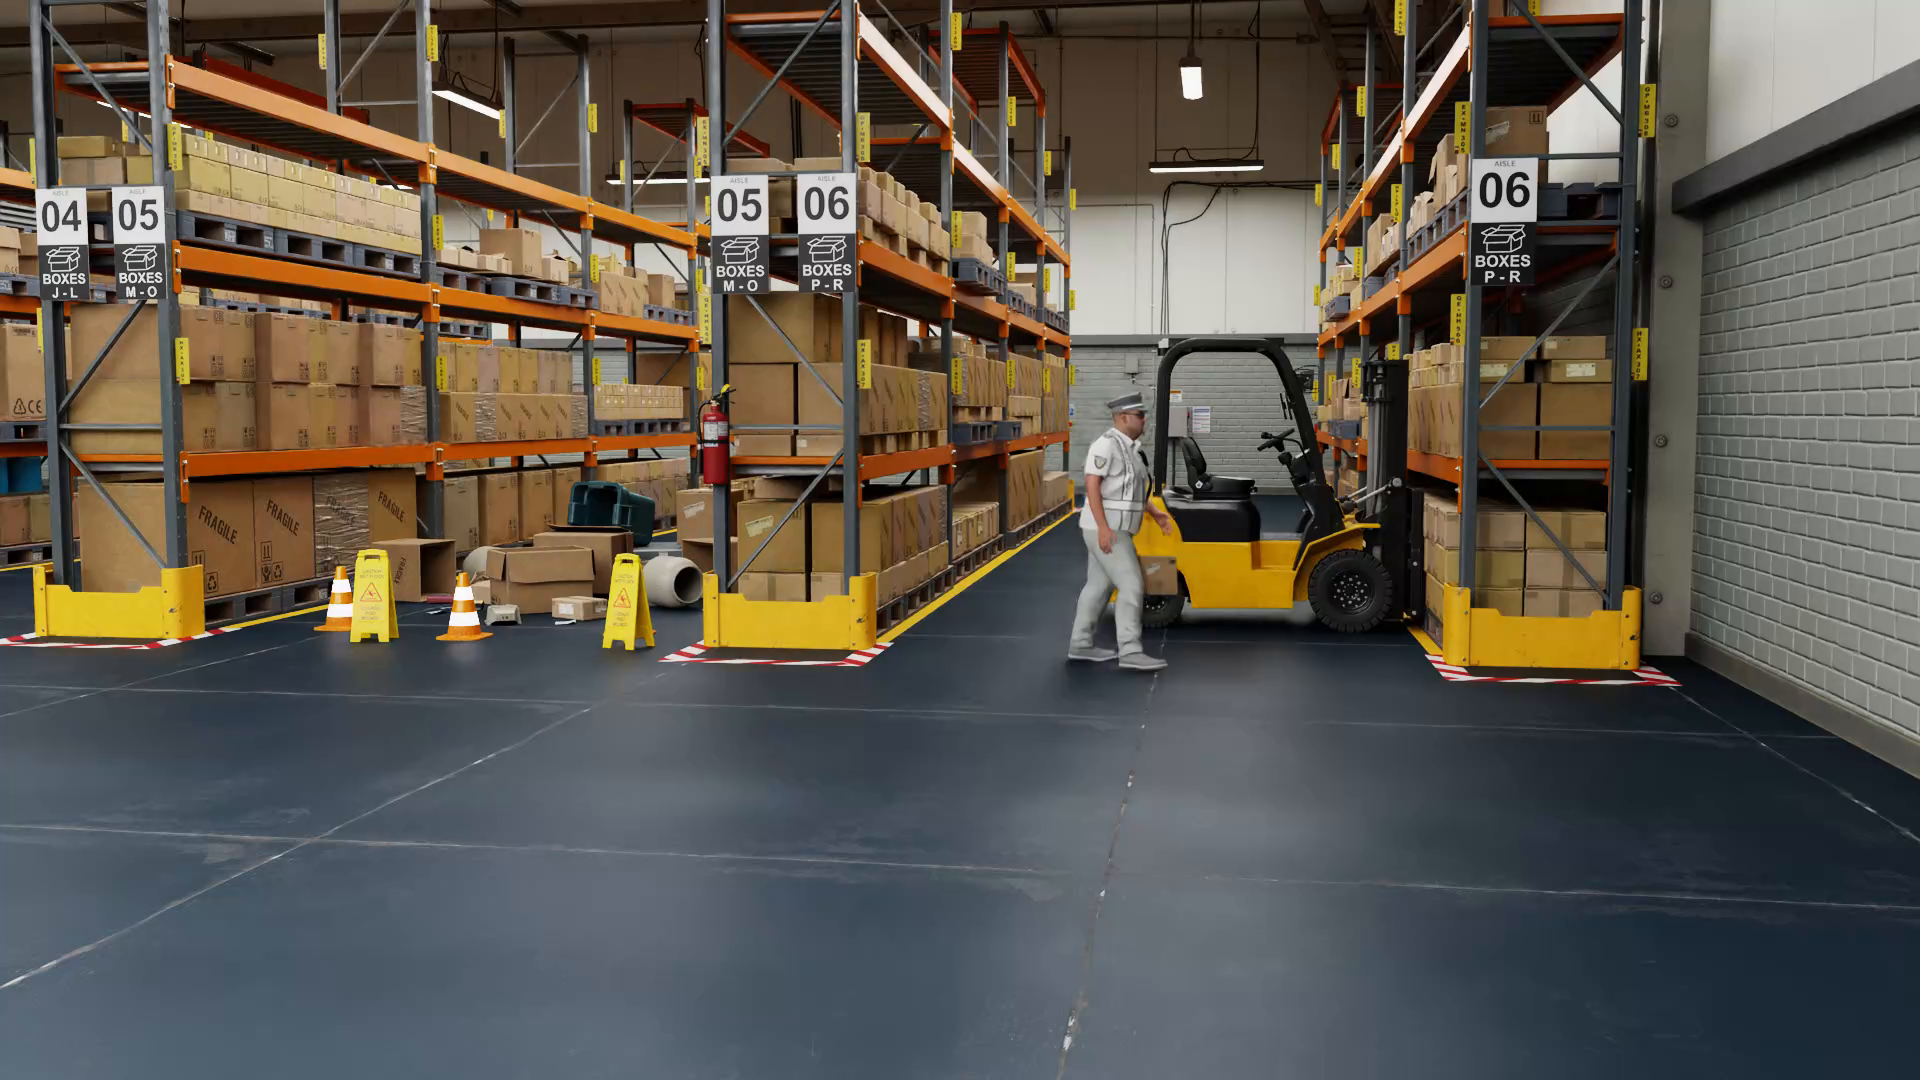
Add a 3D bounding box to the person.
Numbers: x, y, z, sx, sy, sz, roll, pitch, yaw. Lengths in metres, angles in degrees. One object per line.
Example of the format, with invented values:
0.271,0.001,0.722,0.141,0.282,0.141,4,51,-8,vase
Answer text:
1.020,-0.070,10.532,0.735,1.736,0.667,2,5,19,person
